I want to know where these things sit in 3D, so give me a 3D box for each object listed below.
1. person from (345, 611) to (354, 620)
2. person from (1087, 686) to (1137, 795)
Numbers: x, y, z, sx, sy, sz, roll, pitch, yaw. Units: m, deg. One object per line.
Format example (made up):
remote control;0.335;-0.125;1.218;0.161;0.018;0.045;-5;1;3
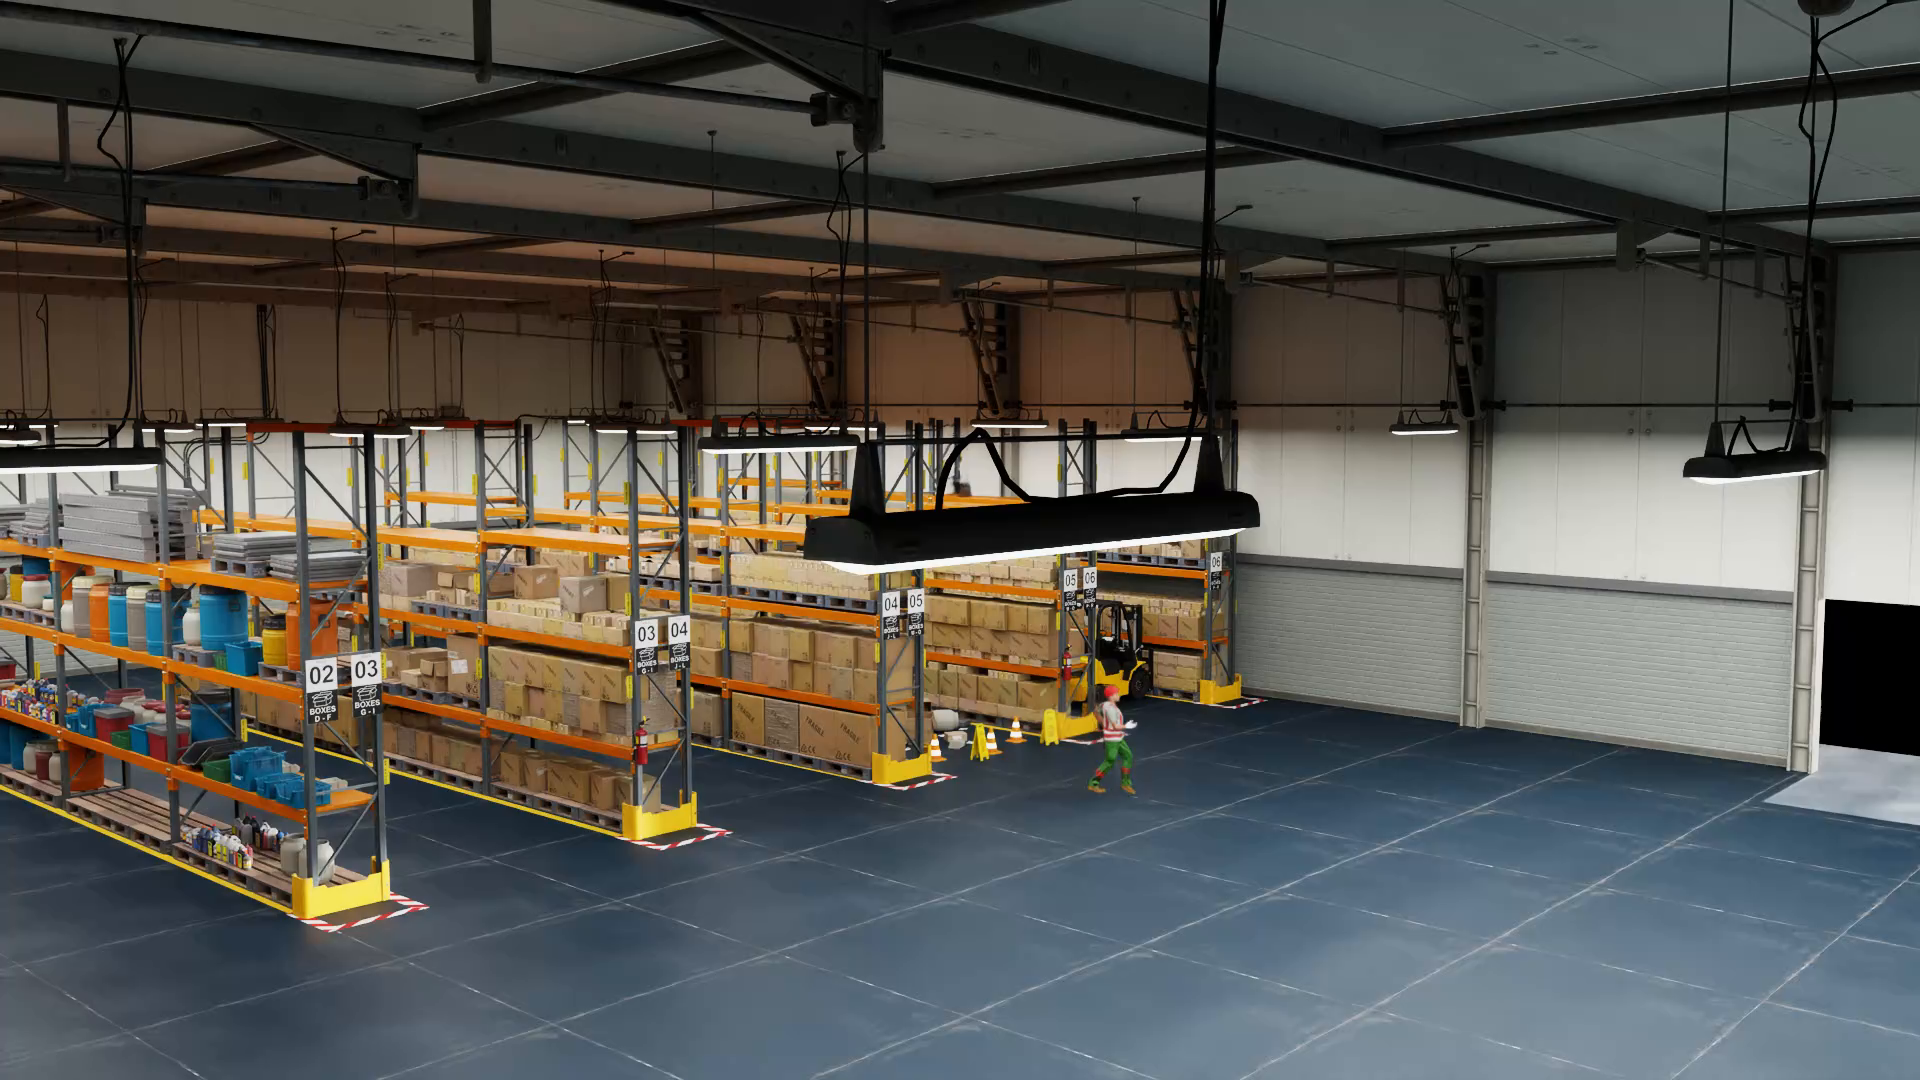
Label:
person;-13.694;2.437;37.293;0.704;1.758;0.620;-1;5;-17
person;2.472;3.247;26.925;0.818;1.806;0.667;0;5;3
